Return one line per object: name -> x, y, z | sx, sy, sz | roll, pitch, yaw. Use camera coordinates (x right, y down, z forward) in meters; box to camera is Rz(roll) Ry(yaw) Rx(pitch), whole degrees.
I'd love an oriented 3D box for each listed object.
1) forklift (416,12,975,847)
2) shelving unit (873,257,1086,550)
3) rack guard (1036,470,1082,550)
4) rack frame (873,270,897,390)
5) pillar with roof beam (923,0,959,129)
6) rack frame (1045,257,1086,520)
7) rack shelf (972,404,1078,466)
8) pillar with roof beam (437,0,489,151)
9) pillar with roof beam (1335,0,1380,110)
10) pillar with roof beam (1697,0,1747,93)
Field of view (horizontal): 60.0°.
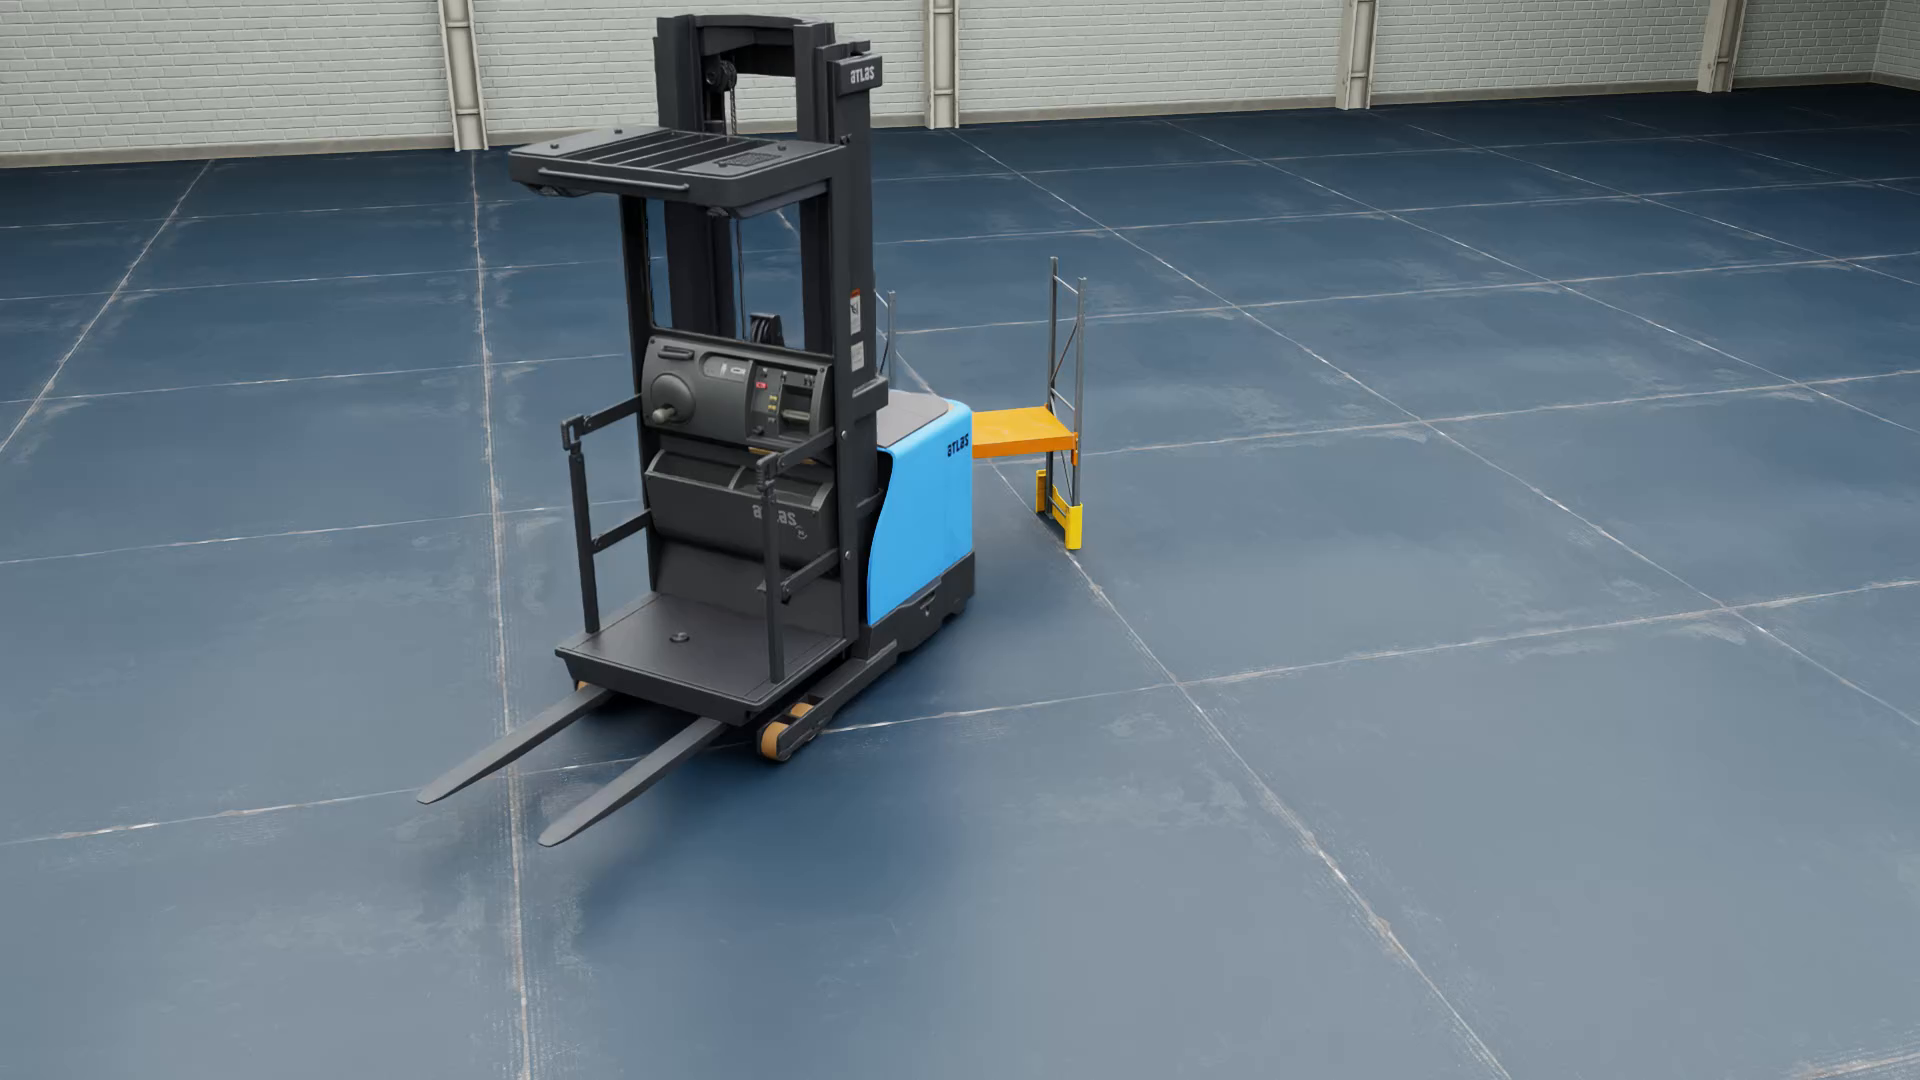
forklift -> -1.071, -0.609, 6.953 | 1.130, 2.935, 3.031 | 12, 26, 26
shelving unit -> 0.073, -0.697, 8.973 | 1.083, 1.500, 0.587 | -6, 24, -14
rack guard -> 0.553, -0.176, 9.343 | 0.087, 0.250, 0.587 | -6, 24, -14
rack frame -> -0.407, -0.644, 8.849 | 0.032, 1.500, 0.500 | -6, 24, -14
pillar with roof beam -> 0.921, -7.969, 16.410 | 0.400, 9.000, 9.100 | -6, 24, -14
rack frame -> 0.572, -0.752, 9.102 | 0.032, 1.500, 0.500 | -6, 24, -14
rack shelf -> 0.082, -0.533, 9.046 | 1.000, 0.185, 0.538 | -6, 24, -14
pillar with roof beam -> -4.856, -7.330, 14.921 | 0.400, 9.000, 9.100 | -6, 24, -14
pillar with roof beam -> 6.698, -8.608, 17.900 | 0.400, 9.000, 9.100 | -6, 24, -14
pillar with roof beam -> 12.475, -9.247, 19.389 | 0.400, 9.000, 9.100 | -6, 24, -14
